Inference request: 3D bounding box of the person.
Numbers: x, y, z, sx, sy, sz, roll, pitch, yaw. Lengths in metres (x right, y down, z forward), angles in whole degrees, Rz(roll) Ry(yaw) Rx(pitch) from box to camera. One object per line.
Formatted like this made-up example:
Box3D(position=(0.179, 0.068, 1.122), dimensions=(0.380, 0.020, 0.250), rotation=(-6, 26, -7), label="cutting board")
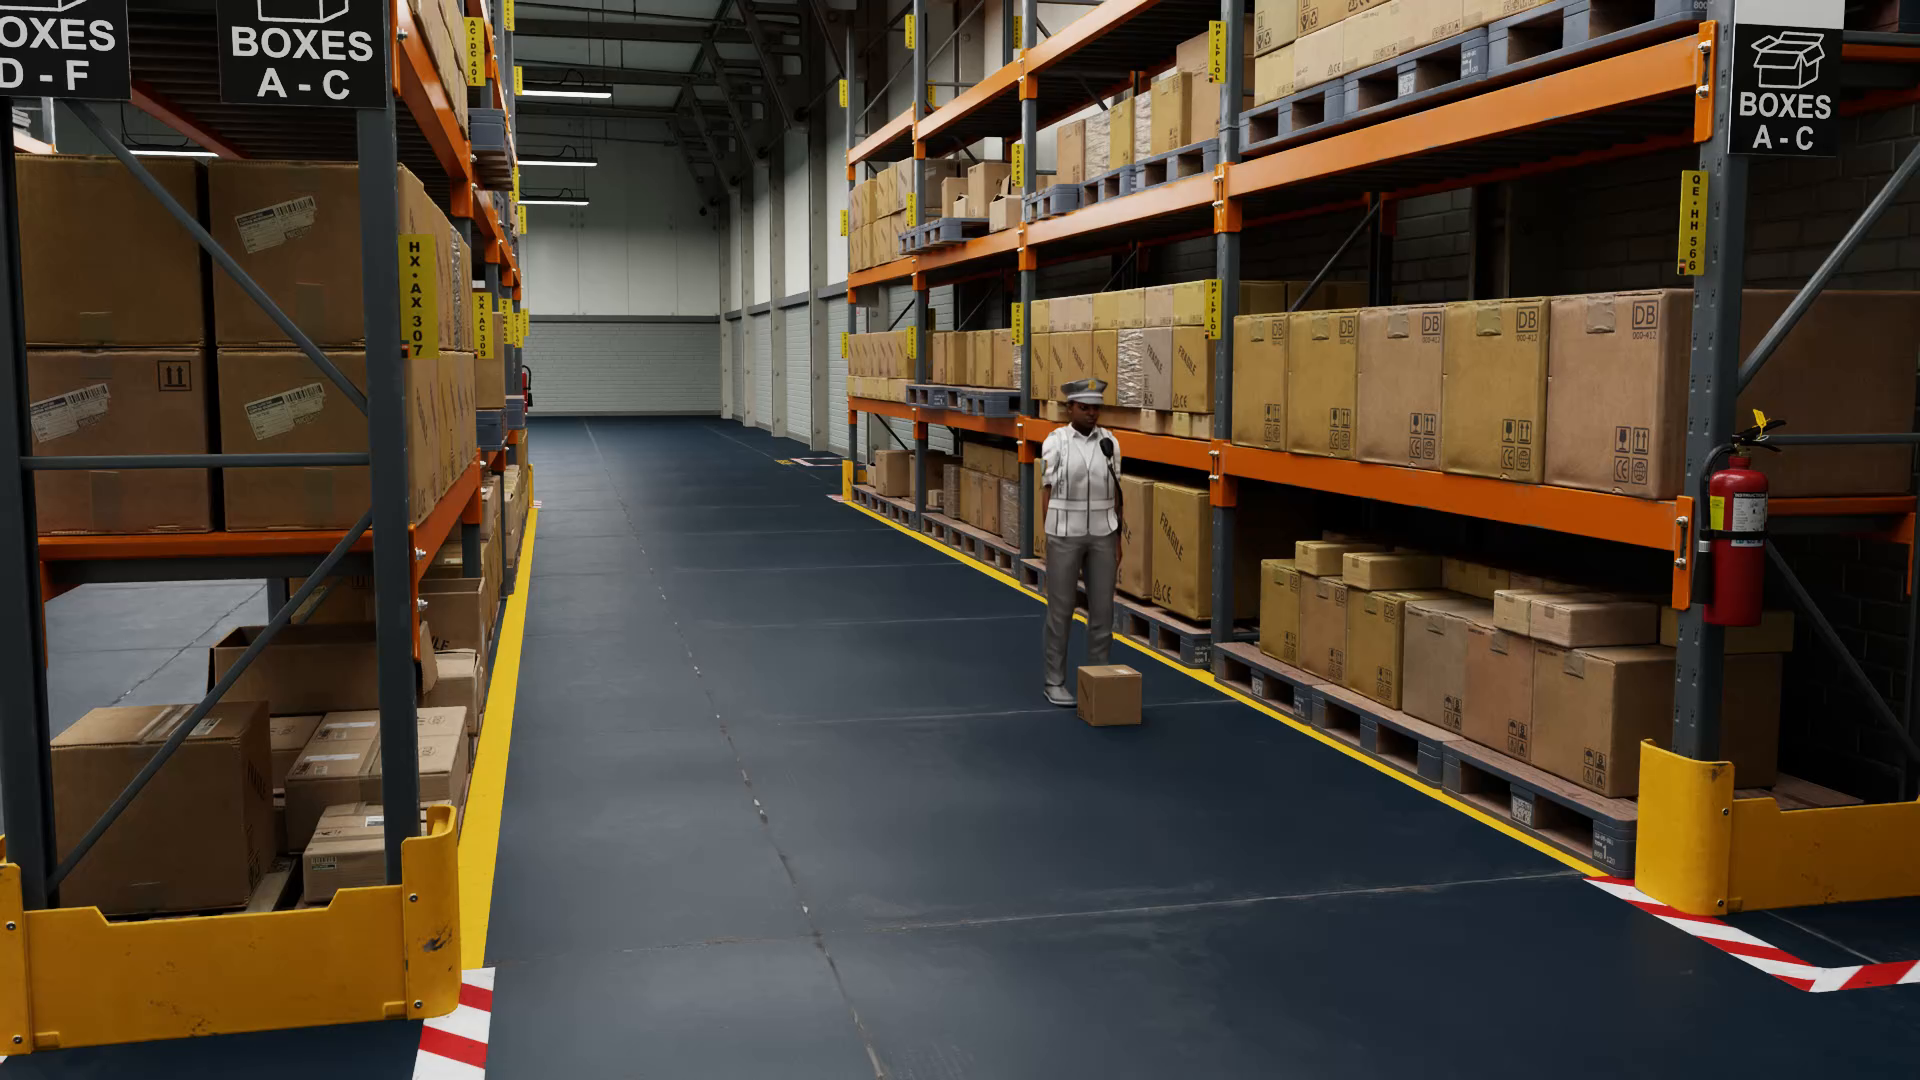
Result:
Box3D(position=(0.639, 0.006, 8.574), dimensions=(0.436, 1.678, 0.339), rotation=(-1, 6, -12), label="person")
